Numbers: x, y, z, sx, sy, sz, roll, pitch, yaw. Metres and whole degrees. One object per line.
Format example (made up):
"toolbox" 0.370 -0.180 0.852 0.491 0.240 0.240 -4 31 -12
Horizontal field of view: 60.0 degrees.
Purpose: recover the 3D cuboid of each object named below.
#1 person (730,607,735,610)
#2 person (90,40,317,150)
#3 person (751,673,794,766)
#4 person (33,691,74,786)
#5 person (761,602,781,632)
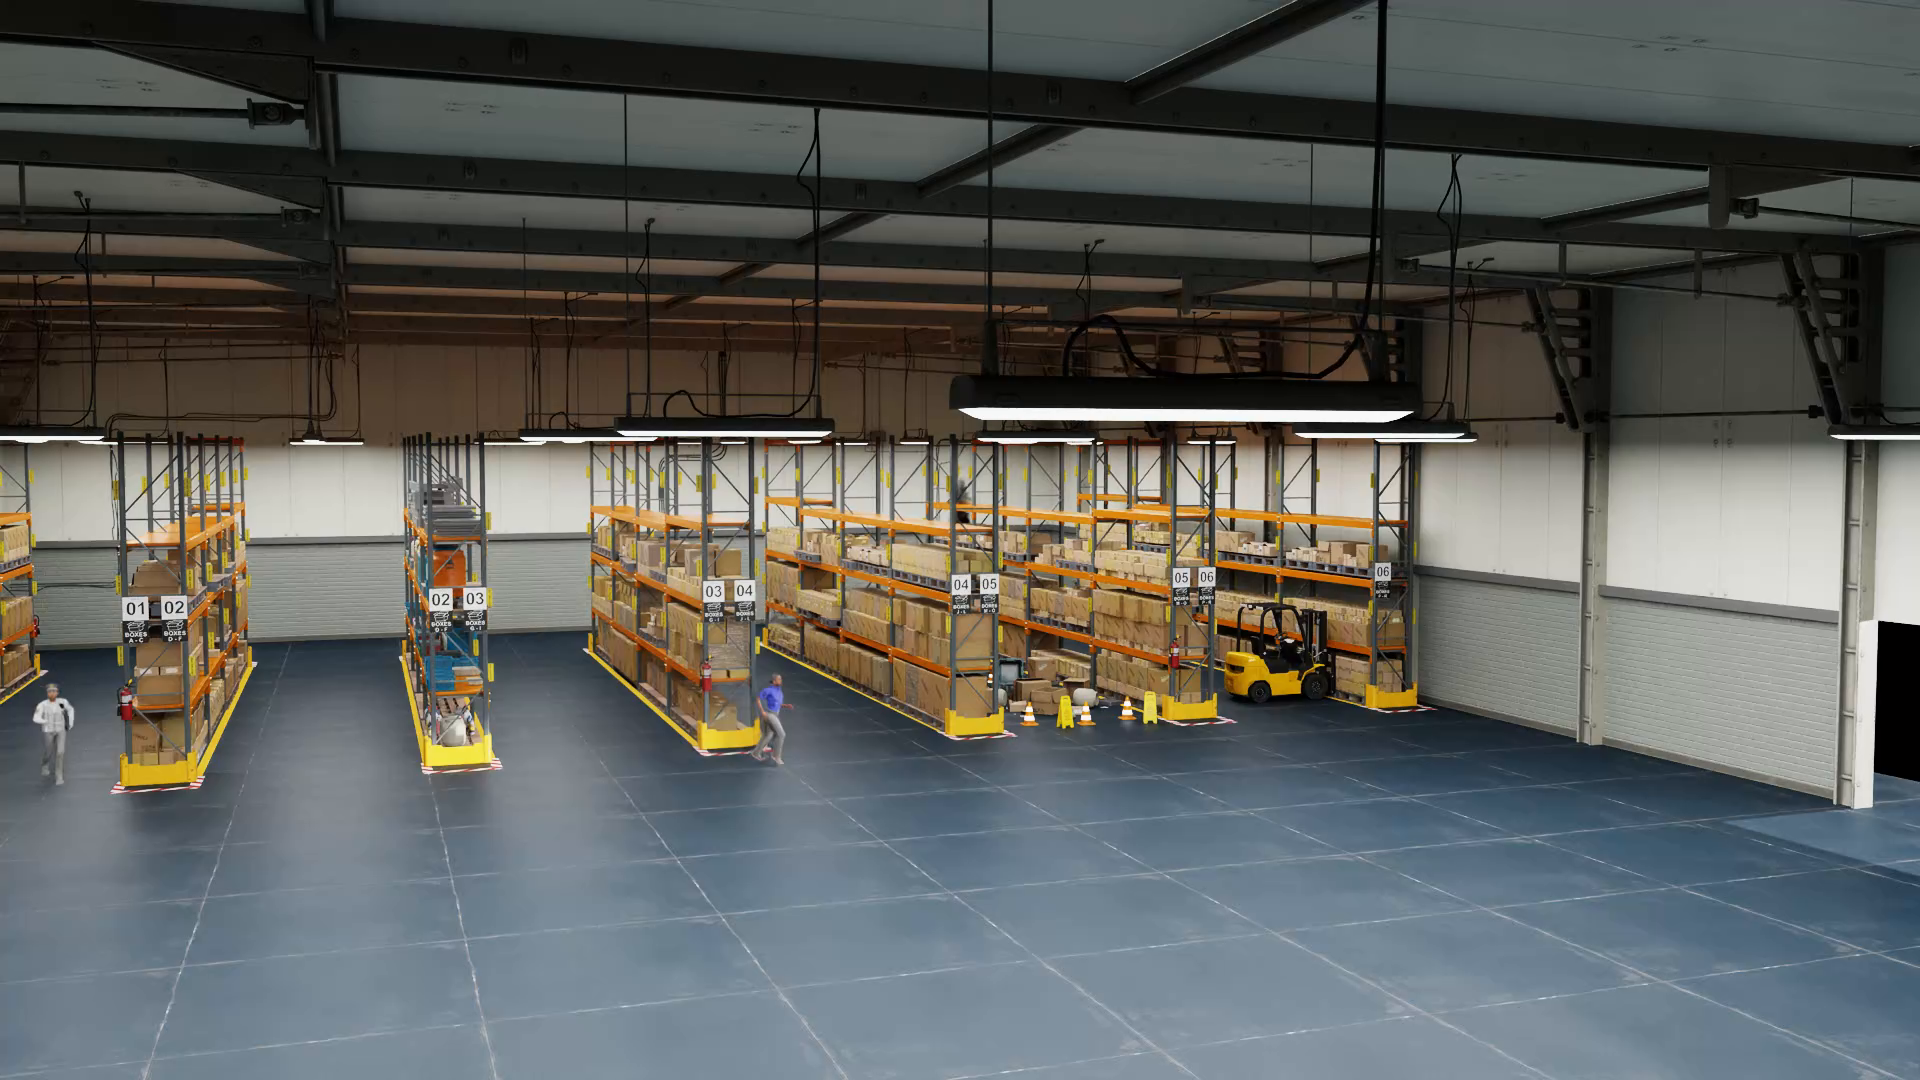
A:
"person" -6.415 2.246 46.604 0.649 1.826 0.846 -1 3 -16
"person" -8.770 -0.290 27.273 23.686 8.997 33.056 2 4 37
"person" -3.407 3.258 30.084 0.834 1.685 0.493 1 3 14
"person" -15.514 3.326 28.486 0.622 1.655 0.937 -2 4 -32
"person" -5.520 2.177 49.417 0.789 1.680 0.620 -1 3 -19
